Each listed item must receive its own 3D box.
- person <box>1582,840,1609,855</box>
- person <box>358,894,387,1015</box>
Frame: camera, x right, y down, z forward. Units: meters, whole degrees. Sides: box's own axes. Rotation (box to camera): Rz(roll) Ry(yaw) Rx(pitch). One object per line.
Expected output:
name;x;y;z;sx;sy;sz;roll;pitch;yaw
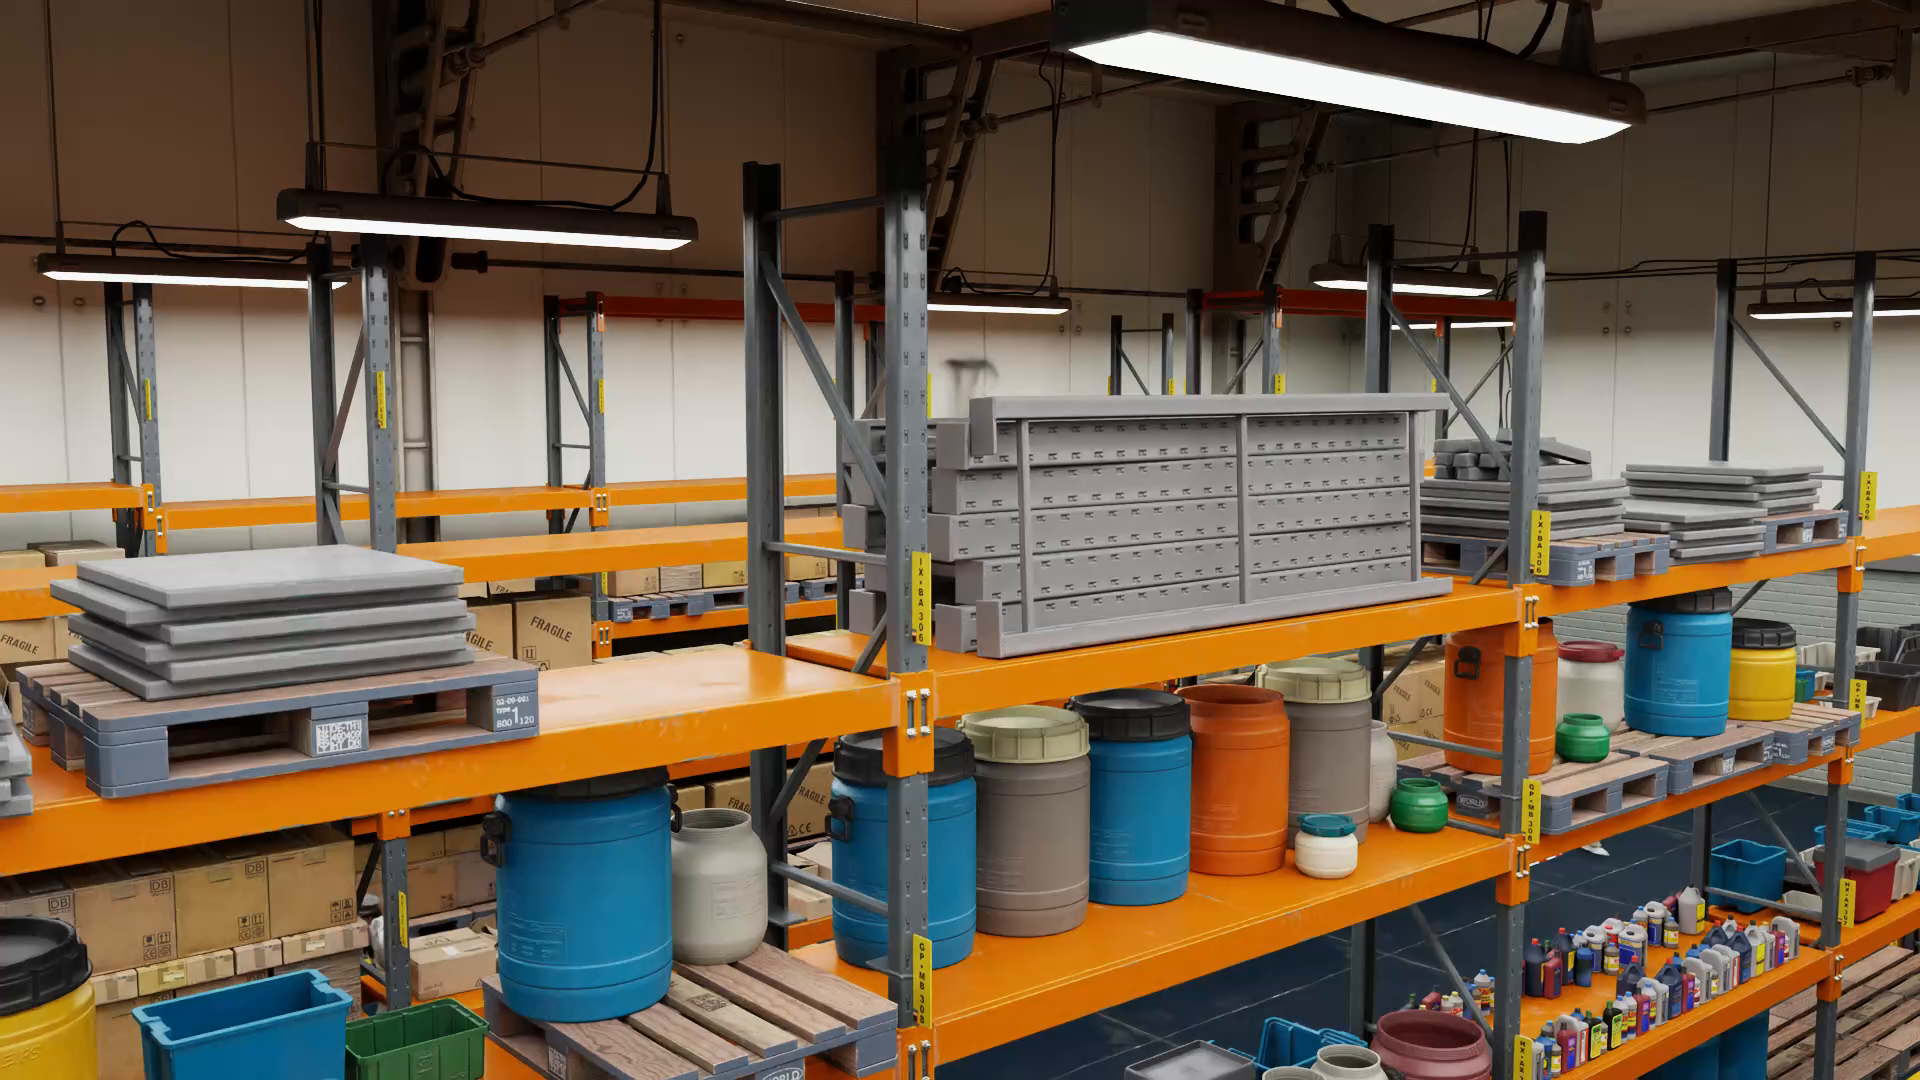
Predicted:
person;6.685;2.654;18.218;0.633;1.591;0.628;-3;6;-26
person;-3.988;3.275;12.119;0.932;1.512;0.626;-4;7;-35
